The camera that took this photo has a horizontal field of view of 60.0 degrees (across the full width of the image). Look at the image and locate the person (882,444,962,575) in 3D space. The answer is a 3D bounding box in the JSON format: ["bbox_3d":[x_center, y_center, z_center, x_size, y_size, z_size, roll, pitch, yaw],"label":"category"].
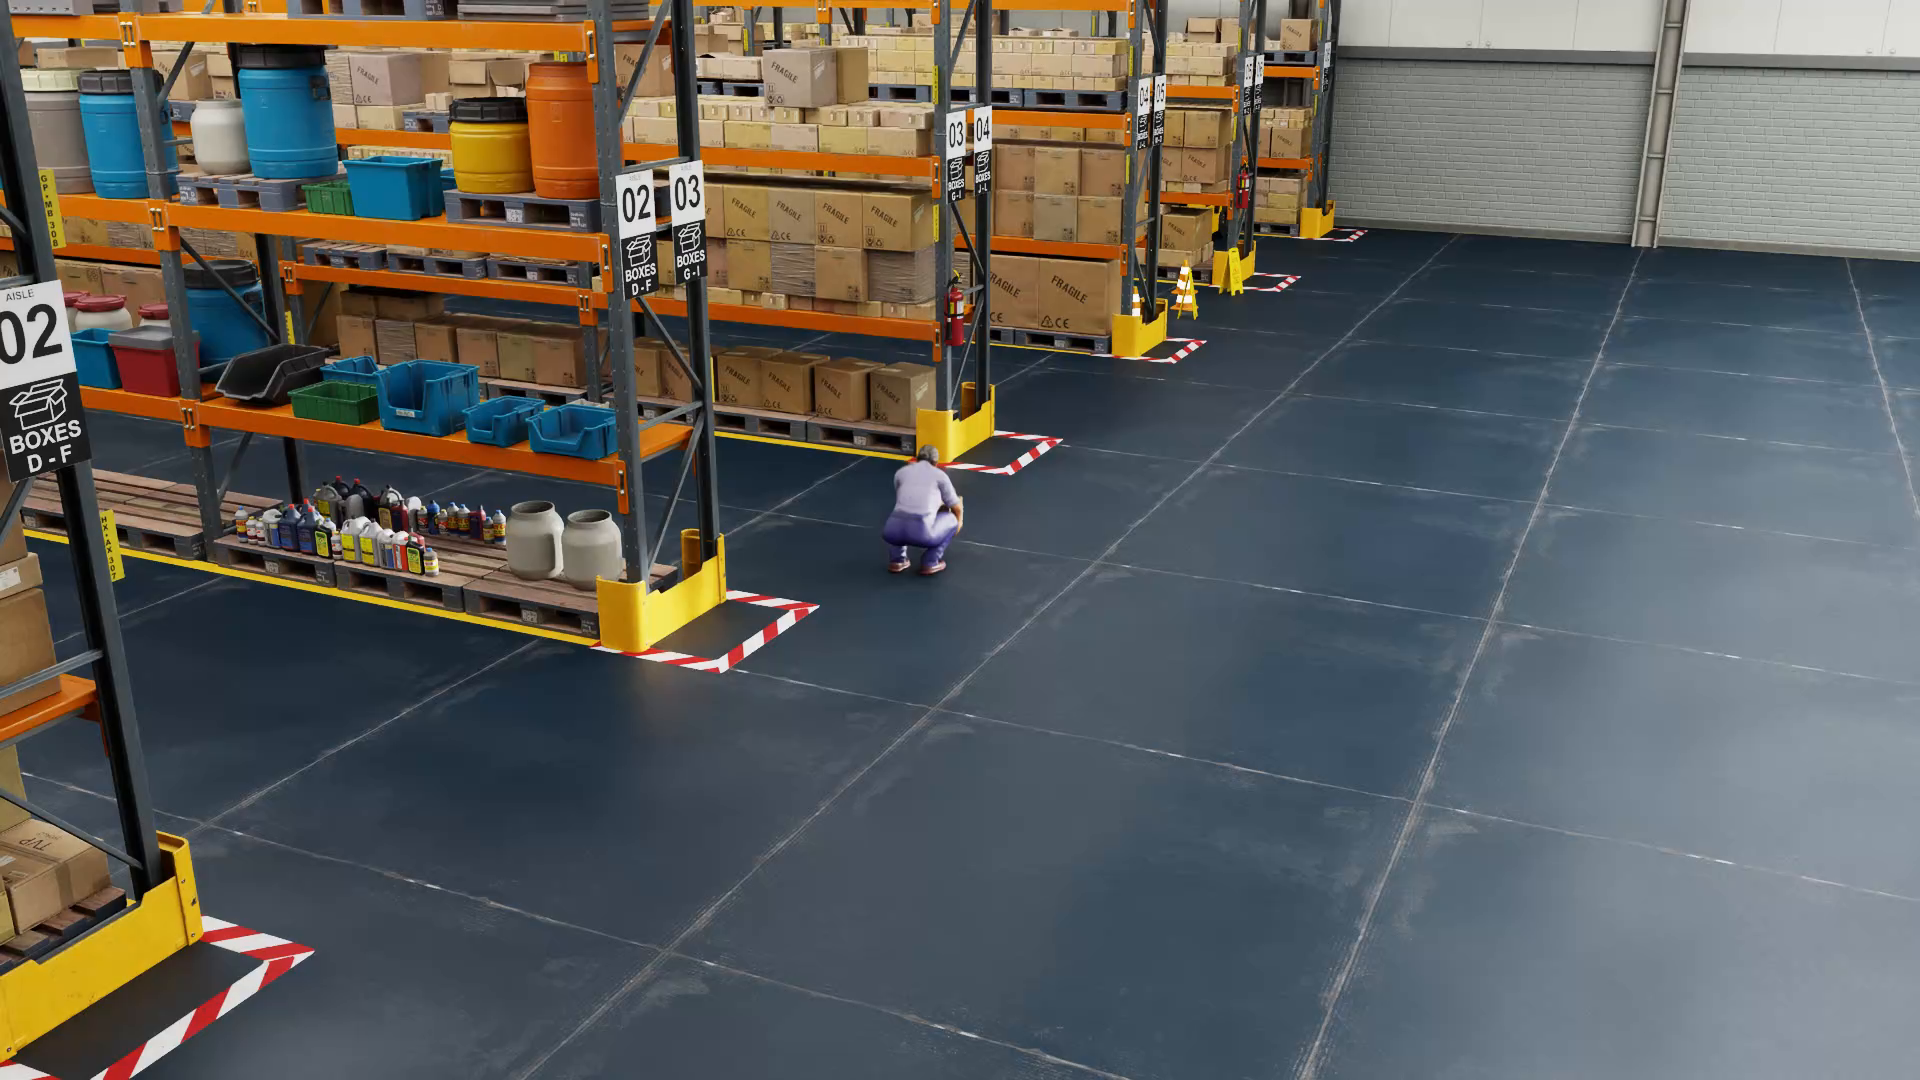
[{"bbox_3d":[-0.297,-0.227,12.879,0.525,0.915,0.823,8,21,23],"label":"person"}]
